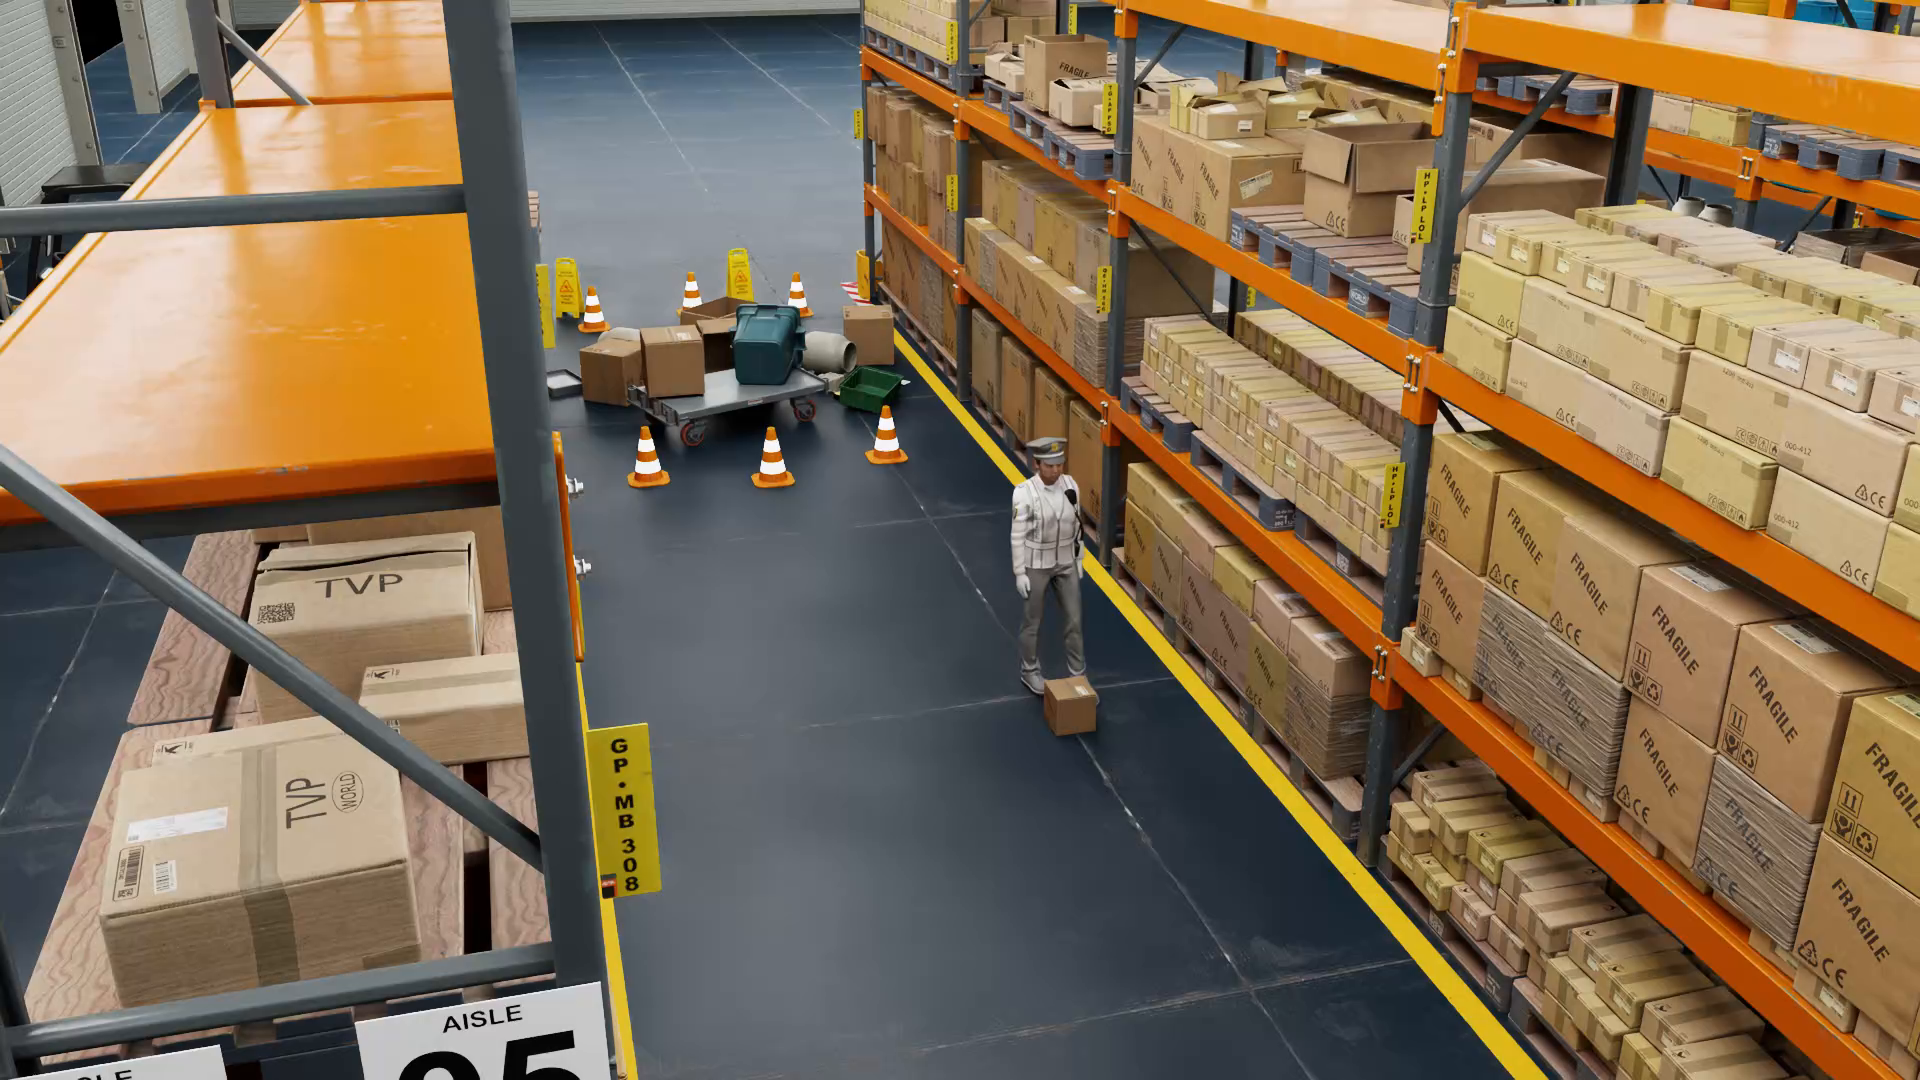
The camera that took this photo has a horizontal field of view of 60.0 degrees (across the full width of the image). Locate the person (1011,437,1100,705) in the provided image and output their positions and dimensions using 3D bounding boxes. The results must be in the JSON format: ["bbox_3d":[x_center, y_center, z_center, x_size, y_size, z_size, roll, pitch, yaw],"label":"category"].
[{"bbox_3d":[0.589,0.195,10.096,0.495,1.671,0.533,-9,25,-21],"label":"person"}]
